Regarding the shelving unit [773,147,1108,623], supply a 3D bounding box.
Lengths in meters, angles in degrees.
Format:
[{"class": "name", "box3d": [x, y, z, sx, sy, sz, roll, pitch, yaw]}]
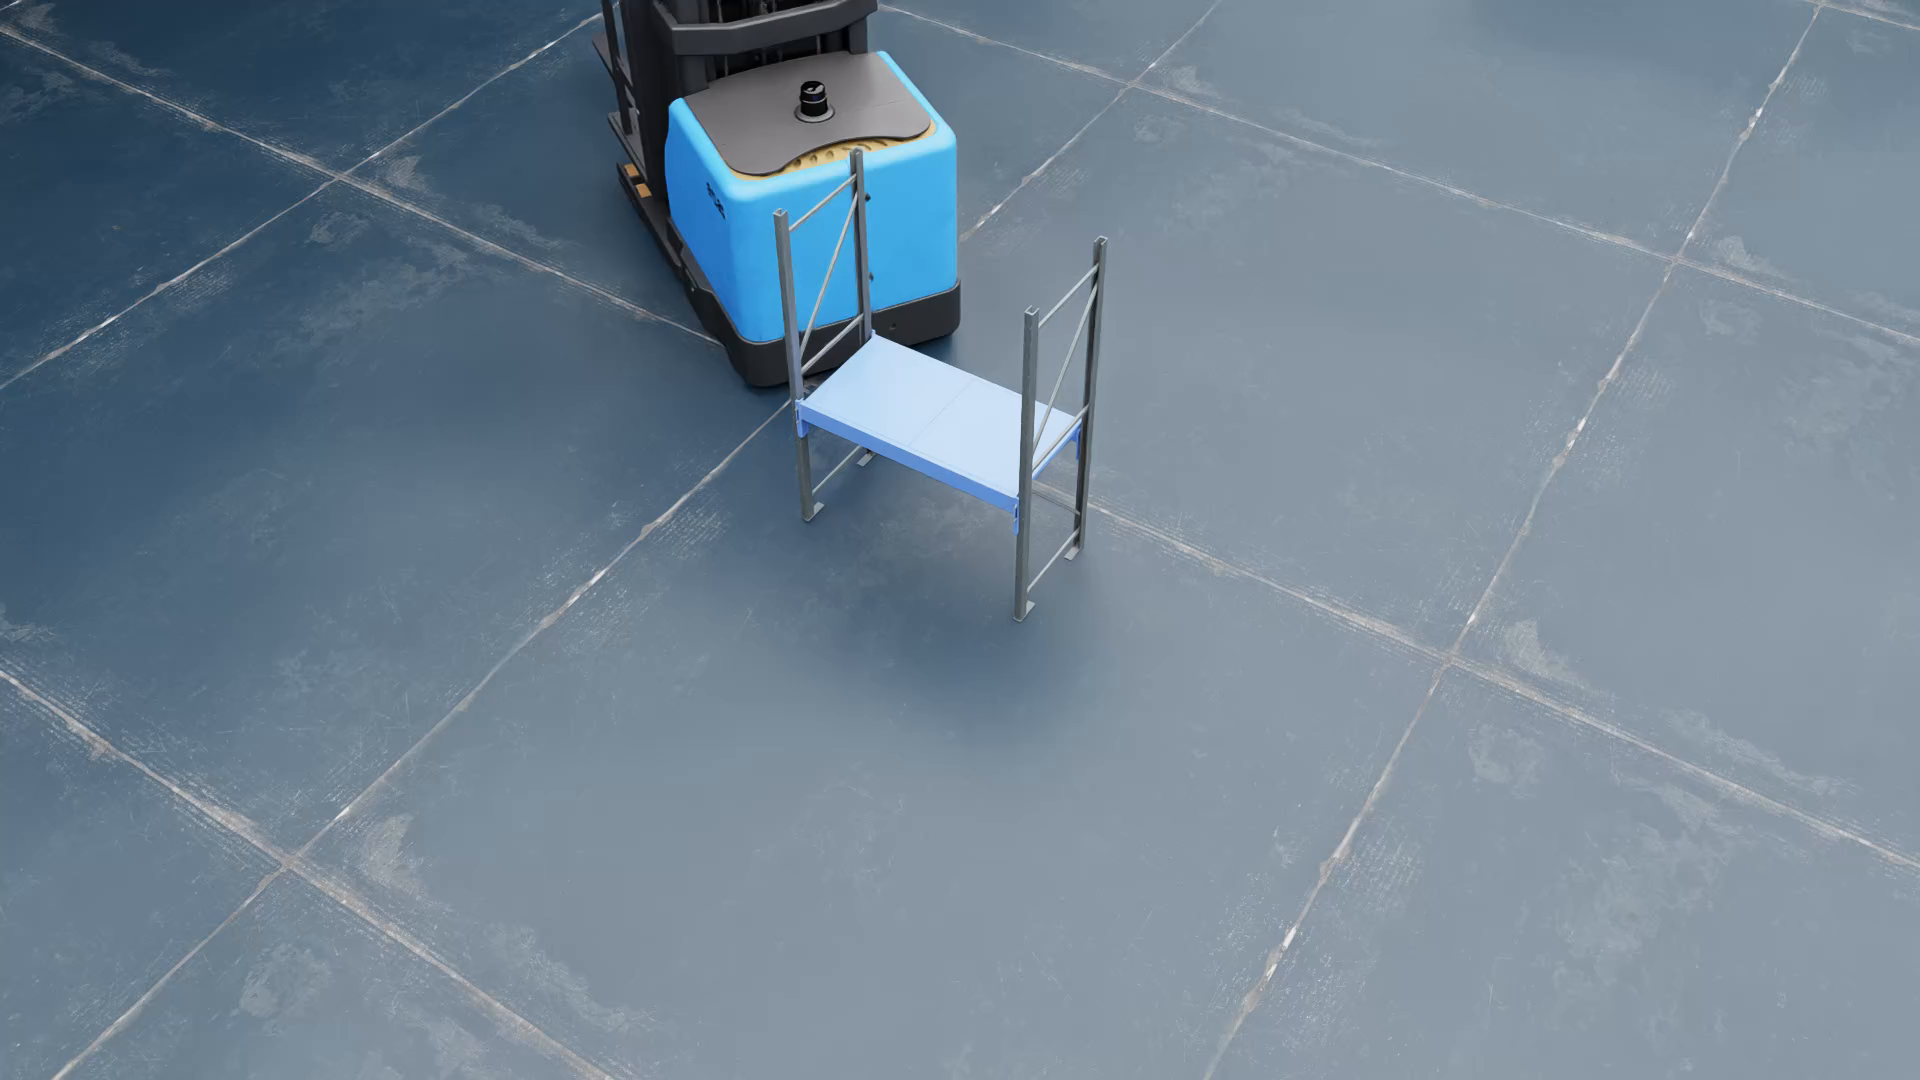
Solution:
[{"class": "shelving unit", "box3d": [-0.072, -0.556, 6.244, 1.048, 1.500, 0.538, 25, 51, 22]}]

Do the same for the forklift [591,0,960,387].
[{"class": "forklift", "box3d": [-1.079, -2.762, 7.390, 1.130, 2.935, 3.031, -18, 49, -17]}]

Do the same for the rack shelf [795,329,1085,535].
[{"class": "rack shelf", "box3d": [-0.072, -0.430, 6.373, 1.000, 0.185, 0.538, 25, 51, 22]}]

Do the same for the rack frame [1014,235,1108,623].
[{"class": "rack frame", "box3d": [0.356, -0.359, 6.053, 0.032, 1.500, 0.500, 25, 51, 22]}]

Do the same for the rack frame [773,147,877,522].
[{"class": "rack frame", "box3d": [-0.500, -0.753, 6.435, 0.032, 1.500, 0.500, 25, 51, 22]}]
